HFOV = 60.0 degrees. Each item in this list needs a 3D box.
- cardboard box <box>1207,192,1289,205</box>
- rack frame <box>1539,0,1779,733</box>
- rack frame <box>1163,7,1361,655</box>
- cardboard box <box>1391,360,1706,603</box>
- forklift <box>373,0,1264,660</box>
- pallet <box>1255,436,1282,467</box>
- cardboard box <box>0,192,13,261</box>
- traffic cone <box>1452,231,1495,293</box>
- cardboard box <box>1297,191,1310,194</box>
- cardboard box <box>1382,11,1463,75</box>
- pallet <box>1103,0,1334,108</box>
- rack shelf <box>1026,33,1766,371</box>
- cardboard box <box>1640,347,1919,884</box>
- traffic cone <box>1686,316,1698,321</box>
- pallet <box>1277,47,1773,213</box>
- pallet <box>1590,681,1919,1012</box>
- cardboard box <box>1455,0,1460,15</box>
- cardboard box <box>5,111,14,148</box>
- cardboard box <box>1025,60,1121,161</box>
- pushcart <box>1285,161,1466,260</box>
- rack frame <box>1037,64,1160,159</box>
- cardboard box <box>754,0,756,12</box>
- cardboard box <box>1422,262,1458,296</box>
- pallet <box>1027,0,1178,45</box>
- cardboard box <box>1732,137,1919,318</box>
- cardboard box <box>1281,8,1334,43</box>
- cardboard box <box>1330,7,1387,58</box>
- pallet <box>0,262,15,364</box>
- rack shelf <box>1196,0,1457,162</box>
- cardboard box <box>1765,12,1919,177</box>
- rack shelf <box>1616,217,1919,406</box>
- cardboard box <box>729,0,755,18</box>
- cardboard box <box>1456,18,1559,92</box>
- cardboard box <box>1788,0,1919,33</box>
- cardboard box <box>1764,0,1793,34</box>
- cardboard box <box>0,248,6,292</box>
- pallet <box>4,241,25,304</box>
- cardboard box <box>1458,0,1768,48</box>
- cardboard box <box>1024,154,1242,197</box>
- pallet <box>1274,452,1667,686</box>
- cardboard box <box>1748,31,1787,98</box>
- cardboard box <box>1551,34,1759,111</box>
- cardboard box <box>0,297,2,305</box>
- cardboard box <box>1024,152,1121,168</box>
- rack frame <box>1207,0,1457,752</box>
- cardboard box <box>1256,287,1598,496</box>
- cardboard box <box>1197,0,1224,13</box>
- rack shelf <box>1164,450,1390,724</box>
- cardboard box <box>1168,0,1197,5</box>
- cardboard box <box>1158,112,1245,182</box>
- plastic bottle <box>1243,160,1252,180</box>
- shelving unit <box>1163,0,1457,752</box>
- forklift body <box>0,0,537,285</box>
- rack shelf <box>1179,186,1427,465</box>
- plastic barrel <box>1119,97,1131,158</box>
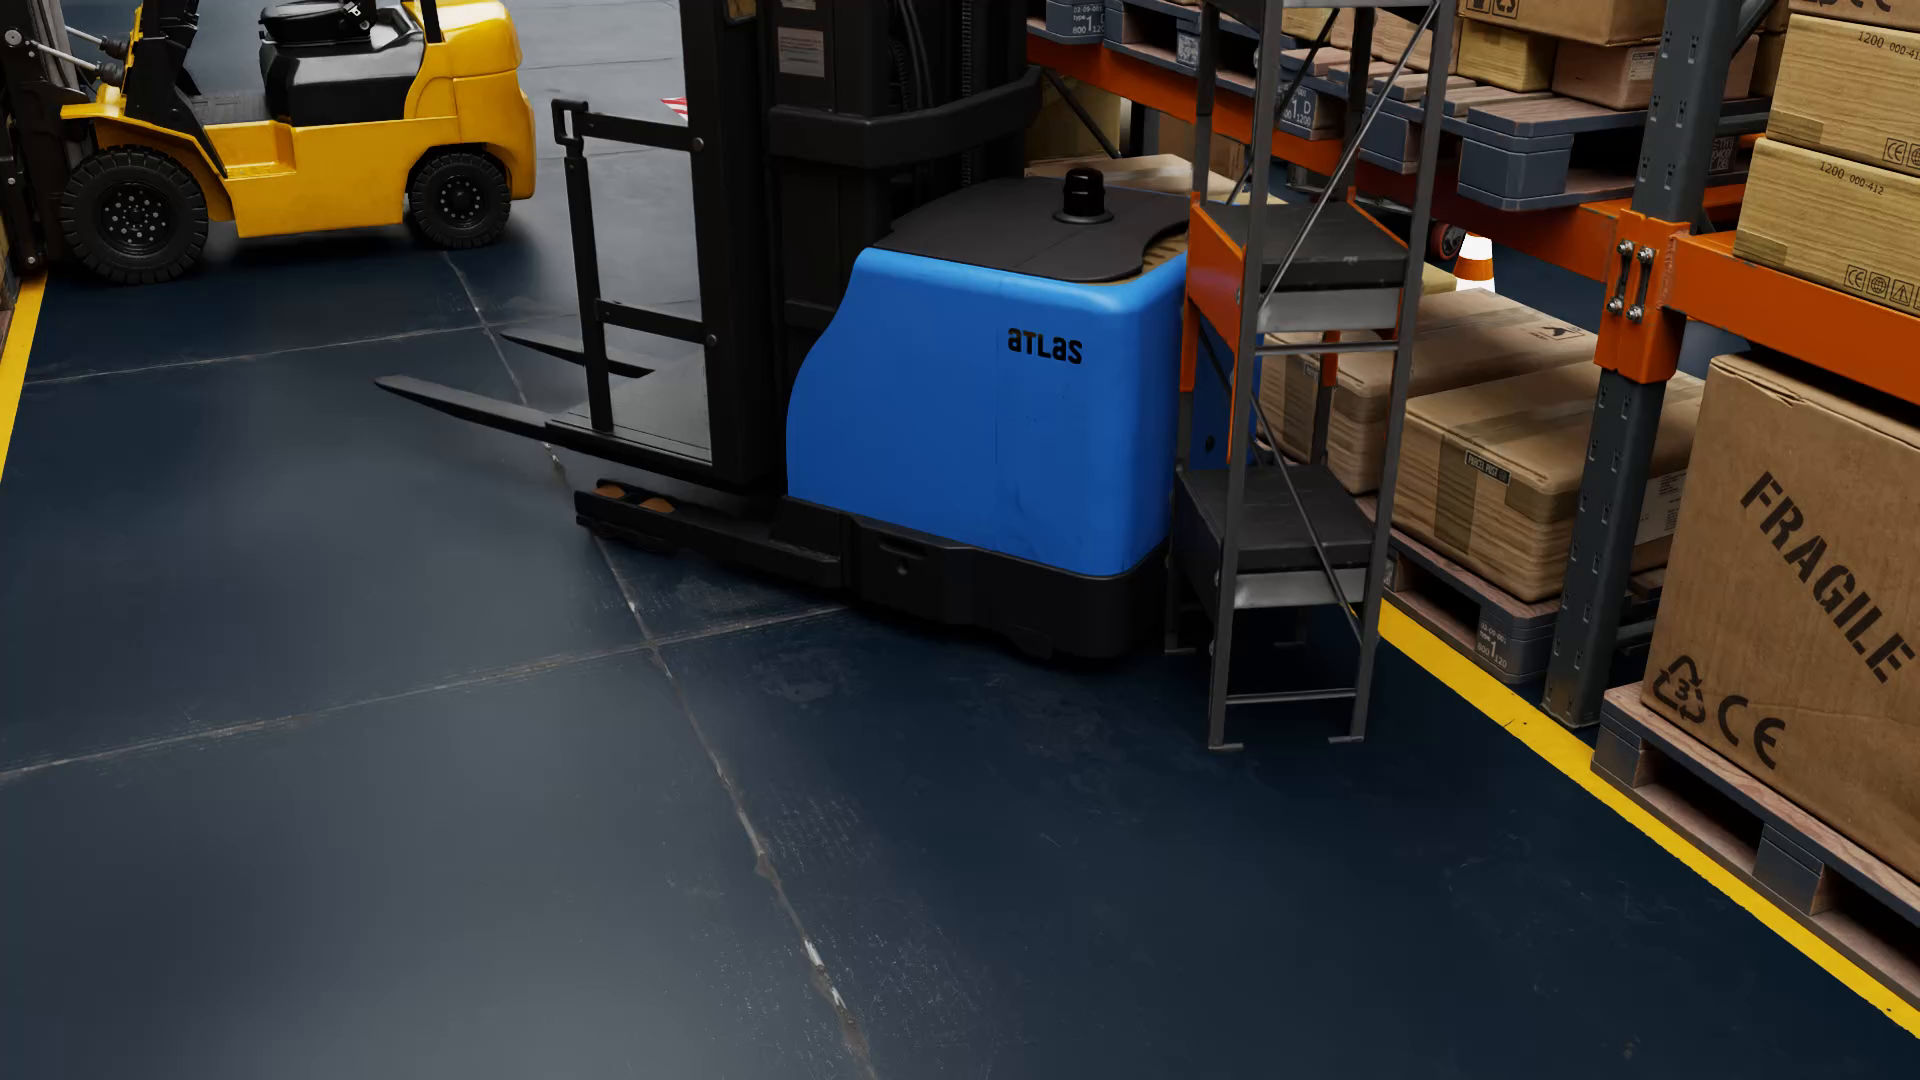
[{"bbox_3d":[0.923,-1.088,6.576,0.950,0.372,0.625,-9,27,-17],"label":"cardboard box"},{"bbox_3d":[1.997,-0.966,3.810,1.000,3.000,0.127,-11,28,-21],"label":"rack frame"},{"bbox_3d":[0.764,-0.638,4.164,0.400,2.100,0.015,-3,26,-6],"label":"rack frame"},{"bbox_3d":[1.785,-0.204,4.766,0.950,0.372,0.625,-13,29,-24],"label":"cardboard box"},{"bbox_3d":[-0.618,-1.460,4.899,3.031,2.935,1.130,15,30,28],"label":"forklift"},{"bbox_3d":[1.219,-0.521,6.076,1.003,0.211,1.213,-11,28,-21],"label":"pallet"},{"bbox_3d":[-4.448,-1.339,7.229,0.500,0.250,0.500,-10,28,-20],"label":"cardboard box"},{"bbox_3d":[2.204,-1.181,7.142,0.336,0.463,0.334,-11,28,-21],"label":"traffic cone"},{"bbox_3d":[2.087,-2.050,9.147,0.396,0.266,0.258,13,29,24],"label":"cardboard box"},{"bbox_3d":[1.341,-1.324,4.350,0.380,0.149,0.250,-11,28,-21],"label":"cardboard box"},{"bbox_3d":[1.184,-1.672,5.475,1.003,0.211,1.213,-11,28,-21],"label":"pallet"},{"bbox_3d":[1.214,-1.451,5.622,1.077,0.370,4.000,-11,28,-21],"label":"rack shelf"},{"bbox_3d":[2.191,0.093,3.584,0.875,0.875,0.875,-11,28,-21],"label":"cardboard box"},{"bbox_3d":[3.238,-1.236,7.254,0.336,0.463,0.334,-11,28,-21],"label":"traffic cone"},{"bbox_3d":[1.620,-1.150,4.404,1.213,0.211,1.003,-11,28,-21],"label":"pallet"},{"bbox_3d":[2.237,0.618,3.744,1.003,0.211,1.213,-11,28,-21],"label":"pallet"},{"bbox_3d":[1.351,-1.676,4.333,0.500,0.500,0.500,-11,28,-21],"label":"cardboard box"},{"bbox_3d":[-4.815,-1.967,7.946,0.500,0.250,0.500,-11,28,-22],"label":"cardboard box"},{"bbox_3d":[0.448,-2.156,8.047,0.500,0.500,0.500,-9,27,-18],"label":"cardboard box"},{"bbox_3d":[2.509,-1.815,8.537,1.648,0.377,0.936,-22,34,-38],"label":"pushcart"},{"bbox_3d":[0.431,-2.581,7.118,1.000,3.000,0.127,-11,28,-21],"label":"rack frame"},{"bbox_3d":[-0.856,-2.893,9.557,0.500,0.500,0.500,-12,28,-23],"label":"cardboard box"},{"bbox_3d":[1.197,-0.808,6.002,0.950,0.372,0.625,-10,28,-19],"label":"cardboard box"},{"bbox_3d":[0.596,-2.161,6.477,1.003,0.211,1.213,-11,28,-21],"label":"pallet"},{"bbox_3d":[1.957,-0.658,3.350,0.500,0.250,0.500,-11,28,-21],"label":"cardboard box"},{"bbox_3d":[1.129,-1.536,4.784,0.380,0.149,0.250,-10,28,-20],"label":"cardboard box"},{"bbox_3d":[1.250,-1.427,4.561,0.380,0.149,0.250,-12,28,-23],"label":"cardboard box"},{"bbox_3d":[-4.408,-0.802,6.652,1.003,0.211,1.213,-11,28,-21],"label":"pallet"},{"bbox_3d":[0.792,-1.149,3.645,0.431,0.518,0.480,-3,26,-6],"label":"rack shelf"},{"bbox_3d":[1.968,-0.877,3.228,0.500,0.250,0.500,-11,28,-21],"label":"cardboard box"},{"bbox_3d":[2.780,0.164,2.315,1.077,0.370,4.000,-11,28,-21],"label":"rack shelf"},{"bbox_3d":[-1.064,-3.103,9.988,0.500,0.500,0.500,-12,28,-22],"label":"cardboard box"},{"bbox_3d":[1.481,-1.230,4.158,0.380,0.149,0.250,-10,28,-20],"label":"cardboard box"},{"bbox_3d":[1.965,-1.219,3.075,0.500,0.500,0.500,-12,28,-22],"label":"cardboard box"},{"bbox_3d":[2.034,-1.555,4.085,0.500,0.500,0.500,-11,28,-22],"label":"cardboard box"},{"bbox_3d":[-4.233,-1.134,6.810,0.500,0.250,0.500,-11,28,-22],"label":"cardboard box"},{"bbox_3d":[-4.890,-1.295,7.662,1.003,0.211,1.213,-11,28,-21],"label":"pallet"},{"bbox_3d":[1.563,-1.469,3.909,0.500,0.500,0.500,-11,28,-22],"label":"cardboard box"},{"bbox_3d":[0.638,-1.378,7.169,0.950,0.372,0.625,-10,28,-20],"label":"cardboard box"},{"bbox_3d":[1.692,-0.029,5.069,1.003,0.211,1.213,-11,28,-21],"label":"pallet"},{"bbox_3d":[2.041,-1.205,4.108,0.380,0.149,0.250,-12,29,-24],"label":"cardboard box"},{"bbox_3d":[1.652,-1.134,3.962,0.380,0.149,0.250,-10,28,-19],"label":"cardboard box"},{"bbox_3d":[-4.020,-0.932,6.396,0.500,0.250,0.500,-10,28,-20],"label":"cardboard box"},{"bbox_3d":[0.448,-1.819,8.212,0.500,0.250,0.500,-12,28,-23],"label":"cardboard box"},{"bbox_3d":[0.820,-0.425,3.728,0.400,2.100,0.015,-3,26,-6],"label":"rack frame"},{"bbox_3d":[1.489,-0.501,5.373,0.950,0.372,0.625,-11,28,-22],"label":"cardboard box"},{"bbox_3d":[0.973,-1.746,5.215,0.380,0.149,0.250,-12,28,-22],"label":"cardboard box"},{"bbox_3d":[0.792,0.110,4.259,0.431,0.518,0.480,-3,26,-6],"label":"rack shelf"},{"bbox_3d":[0.841,-1.849,5.425,0.380,0.149,0.250,-9,28,-19],"label":"cardboard box"},{"bbox_3d":[1.263,-2.125,9.030,0.500,0.500,0.500,8,27,15],"label":"cardboard box"},{"bbox_3d":[1.651,-2.104,9.489,0.133,0.061,0.283,-6,27,-12],"label":"plastic bottle"},{"bbox_3d":[0.792,-0.532,3.946,0.431,2.100,0.503,-3,26,-6],"label":"shelving unit"},{"bbox_3d":[-3.280,-2.508,7.936,2.313,2.155,1.214,-11,28,-21],"label":"forklift body"},{"bbox_3d":[0.792,-0.519,3.952,0.431,0.518,0.480,-3,26,-6],"label":"rack shelf"},{"bbox_3d":[1.066,-2.465,9.815,0.512,0.421,0.421,8,27,15],"label":"plastic barrel"}]
